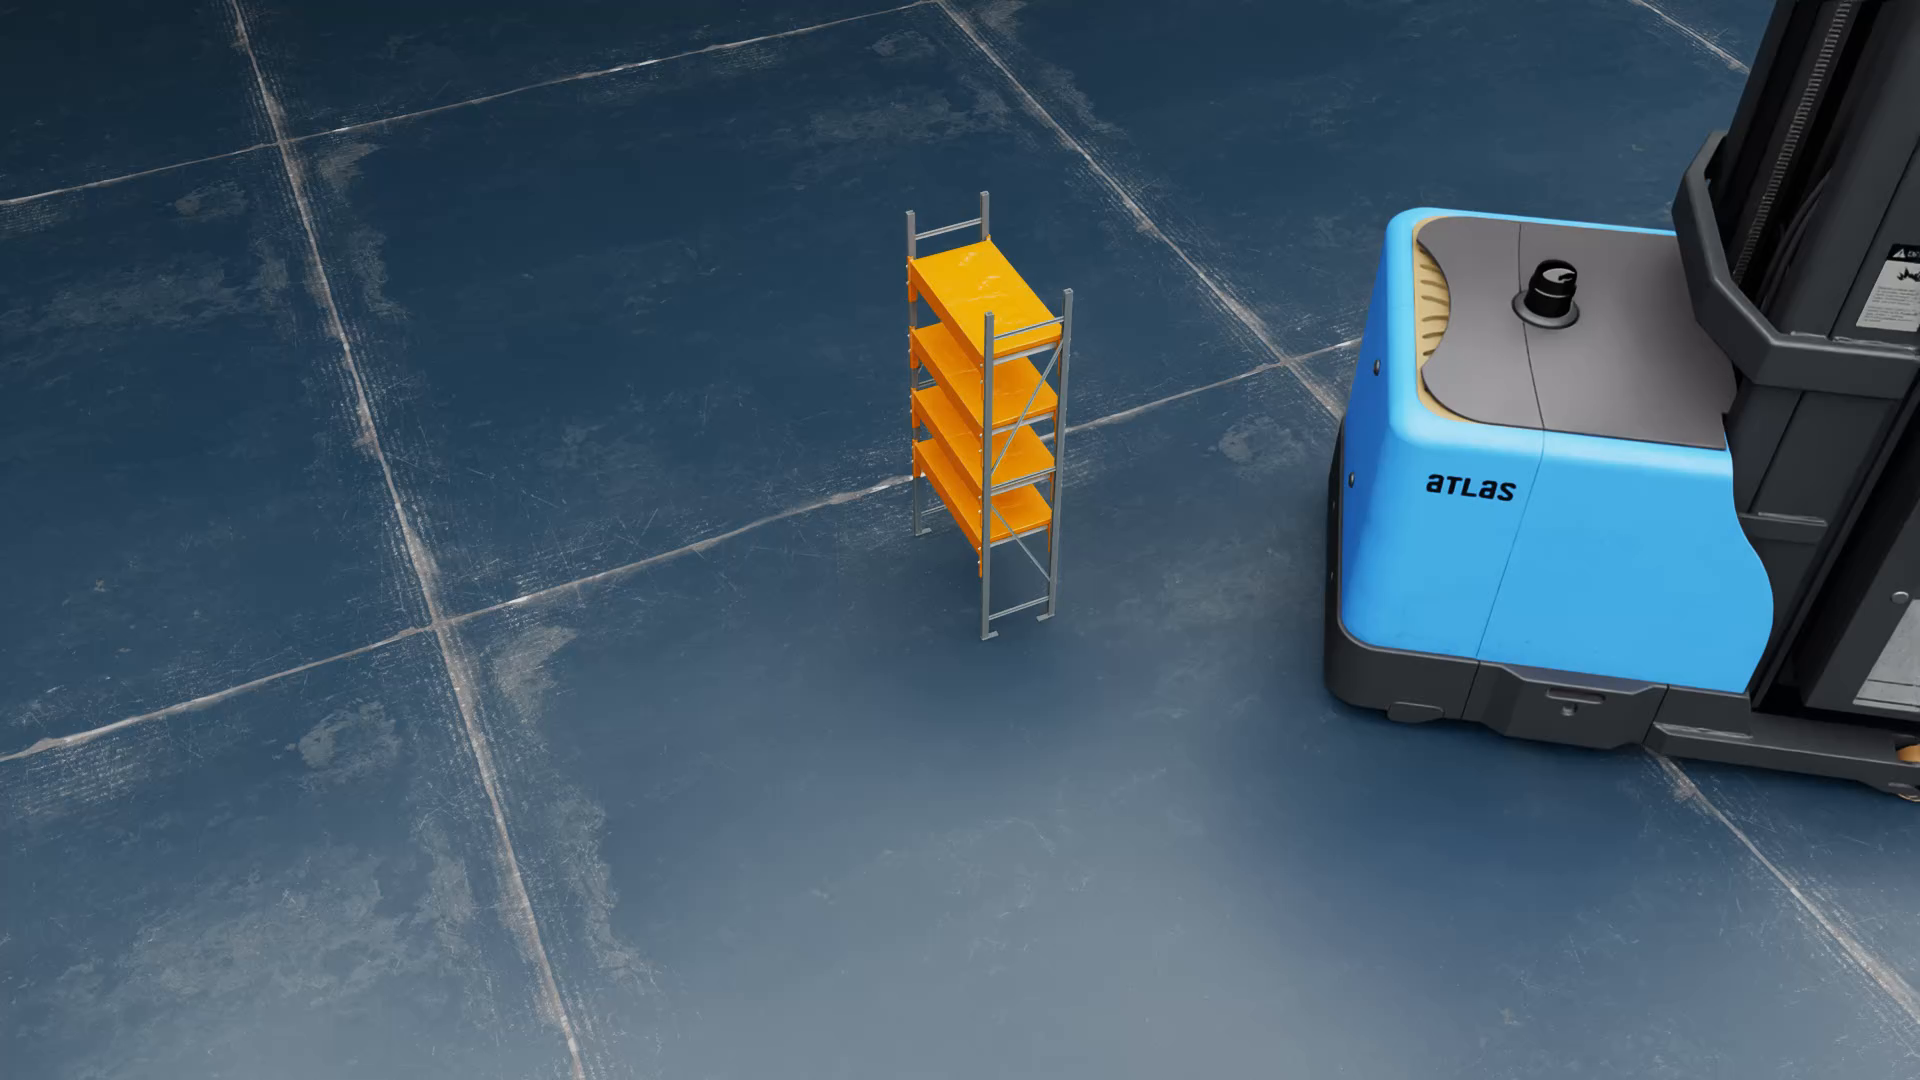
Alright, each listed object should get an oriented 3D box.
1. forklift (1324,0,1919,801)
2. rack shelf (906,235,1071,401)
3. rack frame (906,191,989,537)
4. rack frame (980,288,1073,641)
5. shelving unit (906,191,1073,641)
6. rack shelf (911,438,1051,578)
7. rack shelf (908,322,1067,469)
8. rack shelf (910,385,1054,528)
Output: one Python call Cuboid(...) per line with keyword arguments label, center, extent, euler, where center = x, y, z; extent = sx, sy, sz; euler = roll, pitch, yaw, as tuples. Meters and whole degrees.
Cuboid(label="forklift", center=(2.605, -0.714, 3.887), extent=(3.031, 2.935, 1.130), euler=(7, 45, 7))
Cuboid(label="rack shelf", center=(0.070, -0.601, 4.446), extent=(0.258, 0.148, 0.480), euler=(-18, 47, -17))
Cuboid(label="rack frame", center=(-0.033, -0.477, 4.879), extent=(0.240, 1.200, 0.015), euler=(-18, 47, -17))
Cuboid(label="rack frame", center=(0.172, -0.166, 4.564), extent=(0.240, 1.200, 0.015), euler=(-18, 47, -17))
Cuboid(label="shelving unit", center=(0.070, -0.322, 4.722), extent=(0.258, 1.200, 0.503), euler=(-18, 47, -17))
Cuboid(label="rack shelf", center=(0.070, -0.132, 4.908), extent=(0.258, 0.148, 0.480), euler=(-18, 47, -17))
Cuboid(label="rack shelf", center=(0.070, -0.433, 4.612), extent=(0.258, 0.148, 0.480), euler=(-18, 47, -17))
Cuboid(label="rack shelf", center=(0.070, -0.274, 4.769), extent=(0.258, 0.148, 0.480), euler=(-18, 47, -17))
